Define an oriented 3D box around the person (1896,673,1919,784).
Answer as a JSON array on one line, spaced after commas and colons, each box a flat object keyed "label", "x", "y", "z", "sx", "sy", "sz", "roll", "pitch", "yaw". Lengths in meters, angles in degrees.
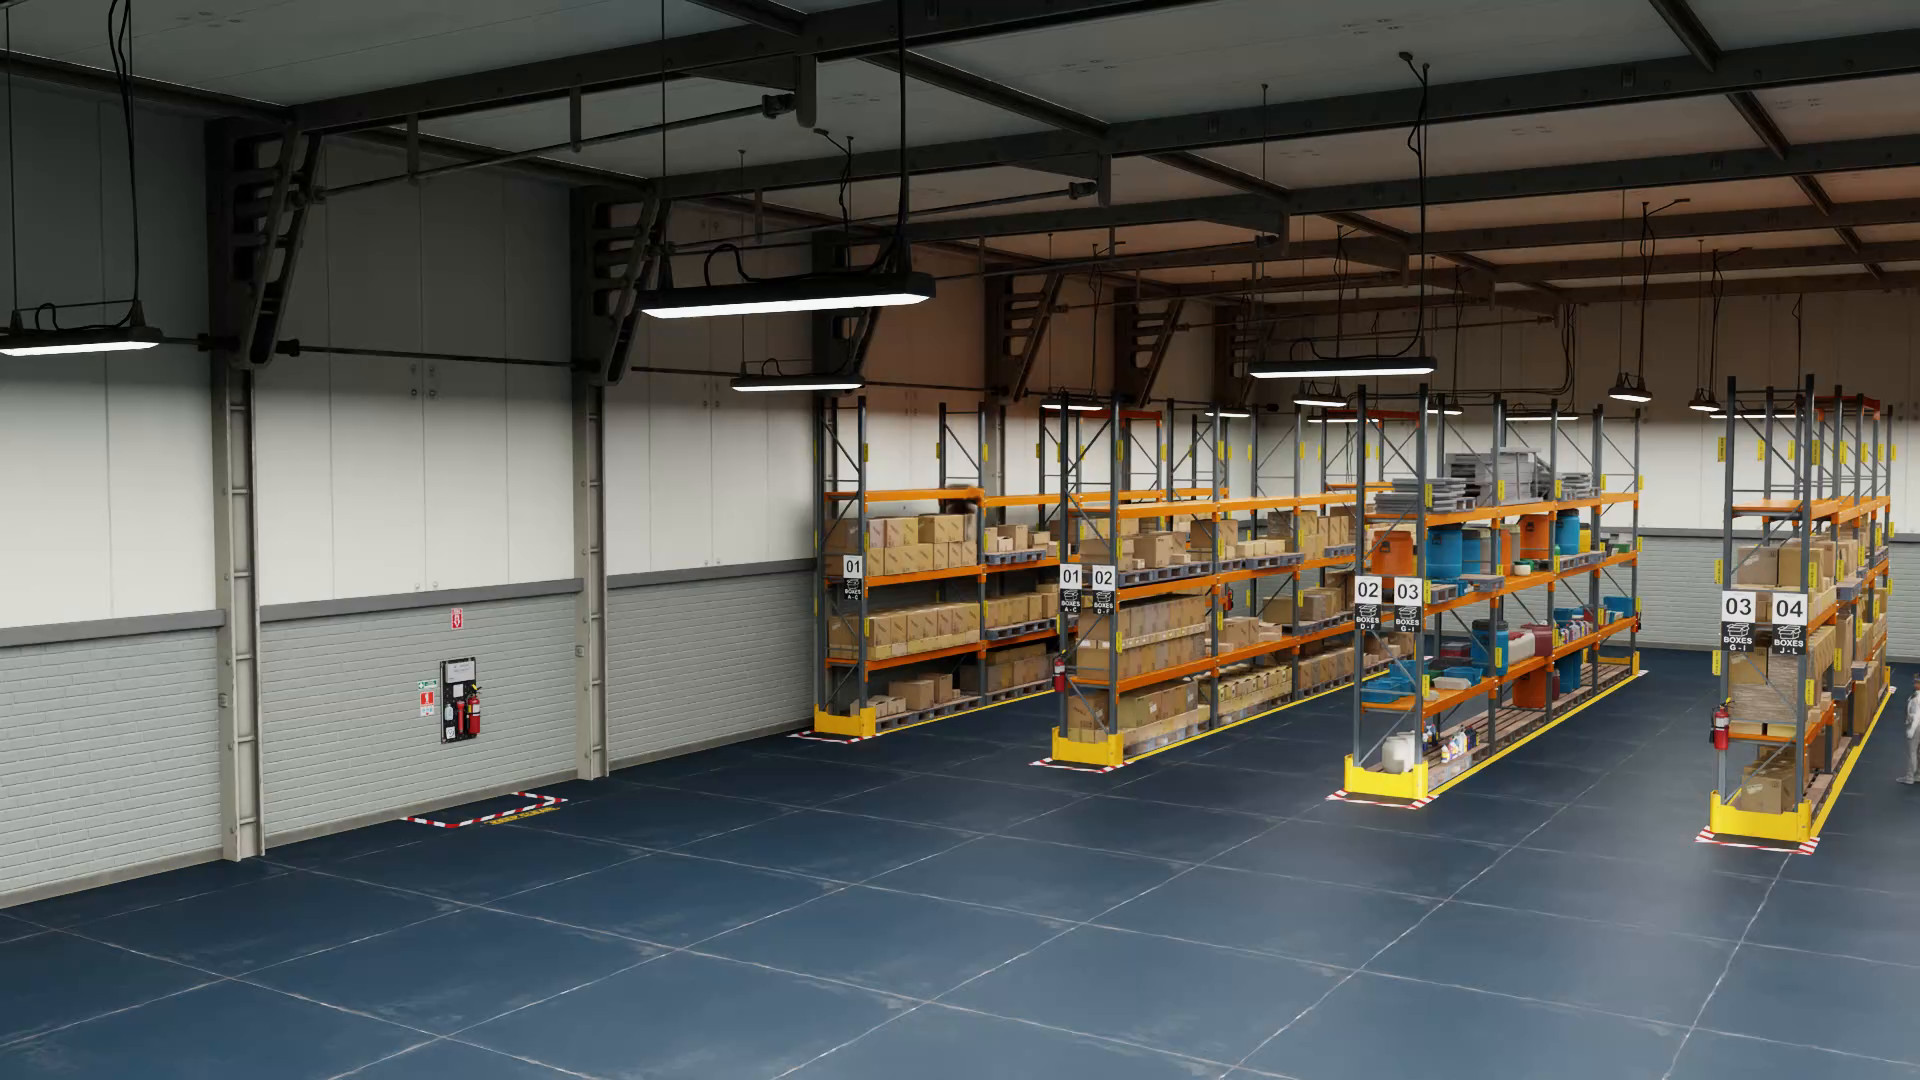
[{"label": "person", "x": 14.433, "y": 2.849, "z": 25.140, "sx": 0.429, "sy": 1.679, "sz": 0.530, "roll": 3, "pitch": 4, "yaw": 41}]
